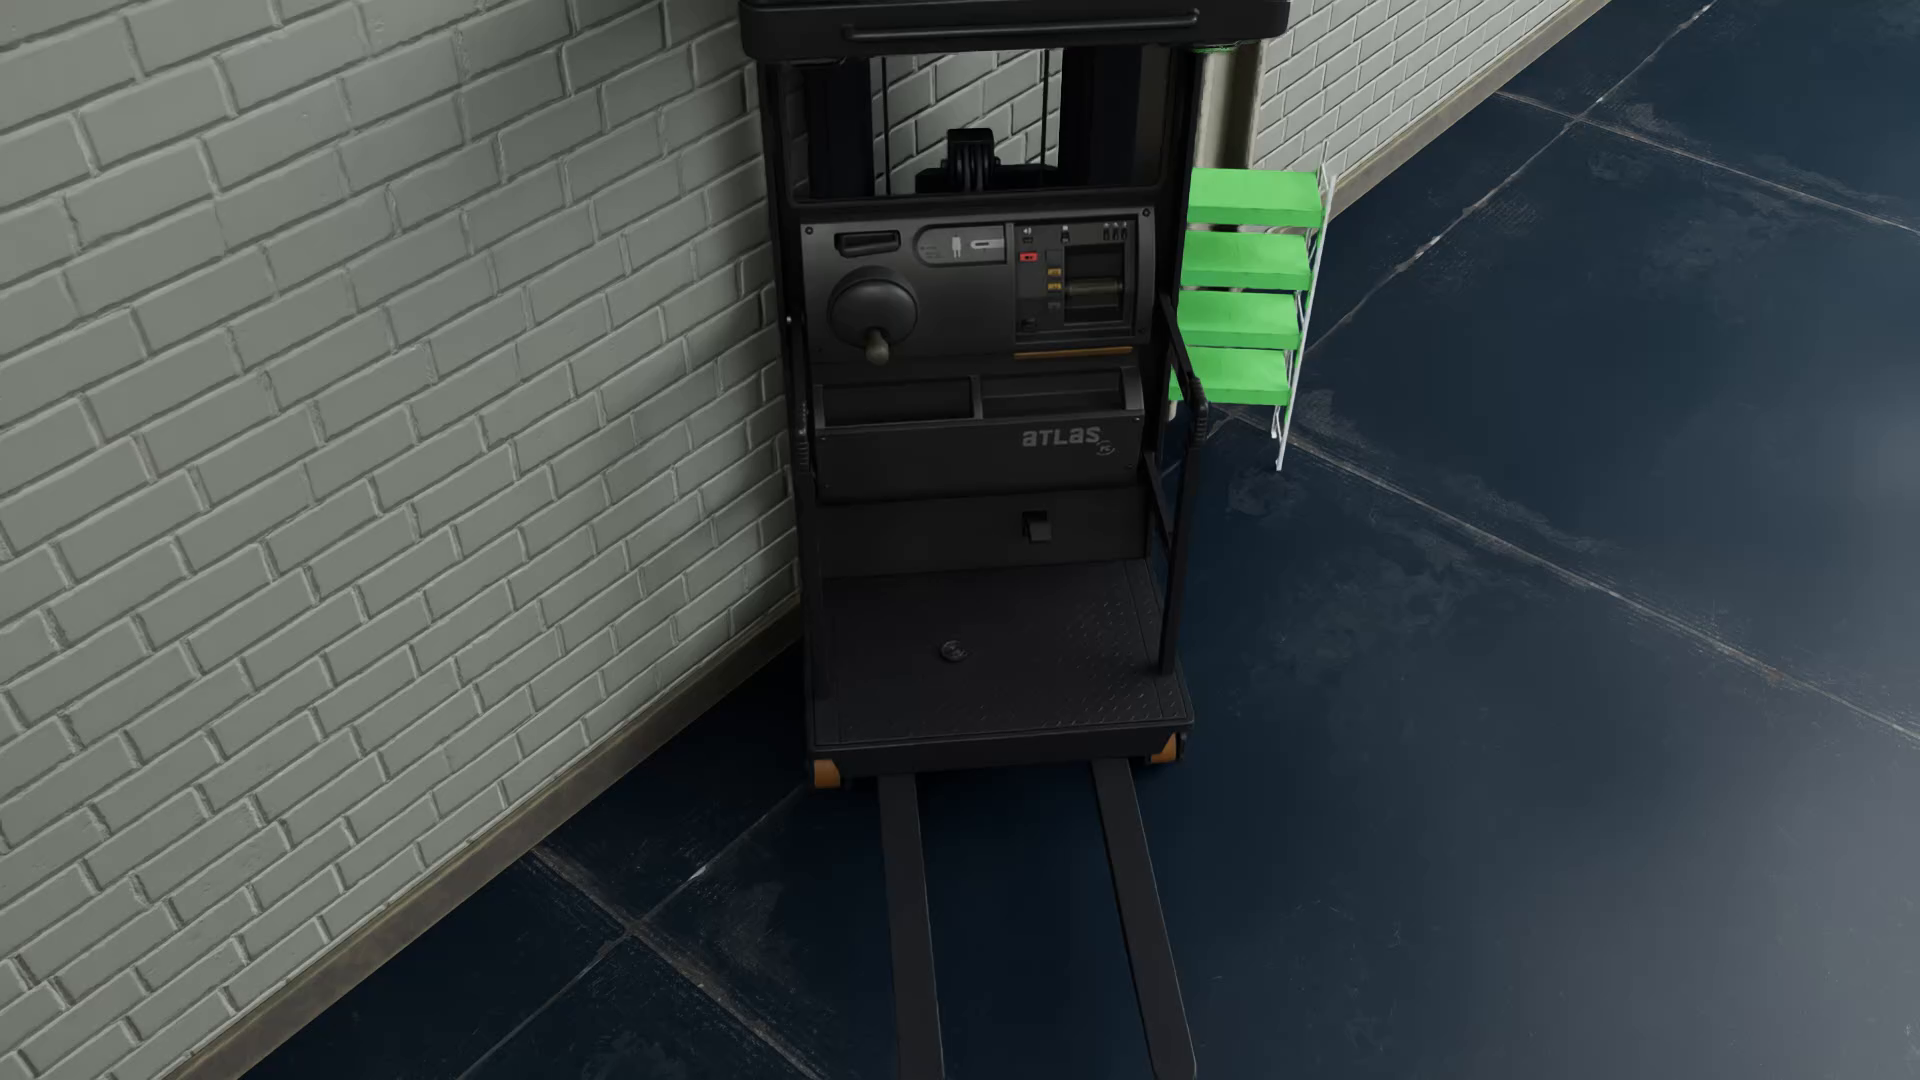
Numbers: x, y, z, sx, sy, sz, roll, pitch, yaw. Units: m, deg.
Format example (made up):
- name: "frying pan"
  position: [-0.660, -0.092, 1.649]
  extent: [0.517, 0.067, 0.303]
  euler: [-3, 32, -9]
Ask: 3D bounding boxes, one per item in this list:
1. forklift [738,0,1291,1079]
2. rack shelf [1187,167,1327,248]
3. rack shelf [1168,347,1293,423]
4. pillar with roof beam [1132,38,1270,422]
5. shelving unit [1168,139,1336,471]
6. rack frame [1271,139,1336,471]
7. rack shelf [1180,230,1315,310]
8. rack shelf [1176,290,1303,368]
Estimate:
- name: "forklift"
  position: [0.075, -0.592, 4.222]
  extent: [1.130, 2.935, 3.031]
  euler: [-4, 42, -4]
- name: "rack shelf"
  position: [0.933, -1.094, 5.437]
  extent: [0.480, 0.148, 0.258]
  euler: [3, 42, 2]
- name: "rack shelf"
  position: [0.922, -0.561, 5.922]
  extent: [0.480, 0.148, 0.258]
  euler: [3, 42, 2]
- name: "pillar with roof beam"
  position: [4.083, -2.074, 1.342]
  extent: [9.100, 9.000, 0.400]
  euler: [29, 50, 28]
- name: "shelving unit"
  position: [0.927, -0.786, 5.717]
  extent: [0.503, 1.200, 0.258]
  euler: [3, 42, 2]
- name: "rack frame"
  position: [1.170, -0.775, 5.710]
  extent: [0.015, 1.200, 0.240]
  euler: [3, 42, 2]
- name: "rack shelf"
  position: [0.929, -0.916, 5.598]
  extent: [0.480, 0.148, 0.258]
  euler: [3, 42, 2]
- name: "rack shelf"
  position: [0.926, -0.739, 5.760]
  extent: [0.480, 0.148, 0.258]
  euler: [3, 42, 2]
